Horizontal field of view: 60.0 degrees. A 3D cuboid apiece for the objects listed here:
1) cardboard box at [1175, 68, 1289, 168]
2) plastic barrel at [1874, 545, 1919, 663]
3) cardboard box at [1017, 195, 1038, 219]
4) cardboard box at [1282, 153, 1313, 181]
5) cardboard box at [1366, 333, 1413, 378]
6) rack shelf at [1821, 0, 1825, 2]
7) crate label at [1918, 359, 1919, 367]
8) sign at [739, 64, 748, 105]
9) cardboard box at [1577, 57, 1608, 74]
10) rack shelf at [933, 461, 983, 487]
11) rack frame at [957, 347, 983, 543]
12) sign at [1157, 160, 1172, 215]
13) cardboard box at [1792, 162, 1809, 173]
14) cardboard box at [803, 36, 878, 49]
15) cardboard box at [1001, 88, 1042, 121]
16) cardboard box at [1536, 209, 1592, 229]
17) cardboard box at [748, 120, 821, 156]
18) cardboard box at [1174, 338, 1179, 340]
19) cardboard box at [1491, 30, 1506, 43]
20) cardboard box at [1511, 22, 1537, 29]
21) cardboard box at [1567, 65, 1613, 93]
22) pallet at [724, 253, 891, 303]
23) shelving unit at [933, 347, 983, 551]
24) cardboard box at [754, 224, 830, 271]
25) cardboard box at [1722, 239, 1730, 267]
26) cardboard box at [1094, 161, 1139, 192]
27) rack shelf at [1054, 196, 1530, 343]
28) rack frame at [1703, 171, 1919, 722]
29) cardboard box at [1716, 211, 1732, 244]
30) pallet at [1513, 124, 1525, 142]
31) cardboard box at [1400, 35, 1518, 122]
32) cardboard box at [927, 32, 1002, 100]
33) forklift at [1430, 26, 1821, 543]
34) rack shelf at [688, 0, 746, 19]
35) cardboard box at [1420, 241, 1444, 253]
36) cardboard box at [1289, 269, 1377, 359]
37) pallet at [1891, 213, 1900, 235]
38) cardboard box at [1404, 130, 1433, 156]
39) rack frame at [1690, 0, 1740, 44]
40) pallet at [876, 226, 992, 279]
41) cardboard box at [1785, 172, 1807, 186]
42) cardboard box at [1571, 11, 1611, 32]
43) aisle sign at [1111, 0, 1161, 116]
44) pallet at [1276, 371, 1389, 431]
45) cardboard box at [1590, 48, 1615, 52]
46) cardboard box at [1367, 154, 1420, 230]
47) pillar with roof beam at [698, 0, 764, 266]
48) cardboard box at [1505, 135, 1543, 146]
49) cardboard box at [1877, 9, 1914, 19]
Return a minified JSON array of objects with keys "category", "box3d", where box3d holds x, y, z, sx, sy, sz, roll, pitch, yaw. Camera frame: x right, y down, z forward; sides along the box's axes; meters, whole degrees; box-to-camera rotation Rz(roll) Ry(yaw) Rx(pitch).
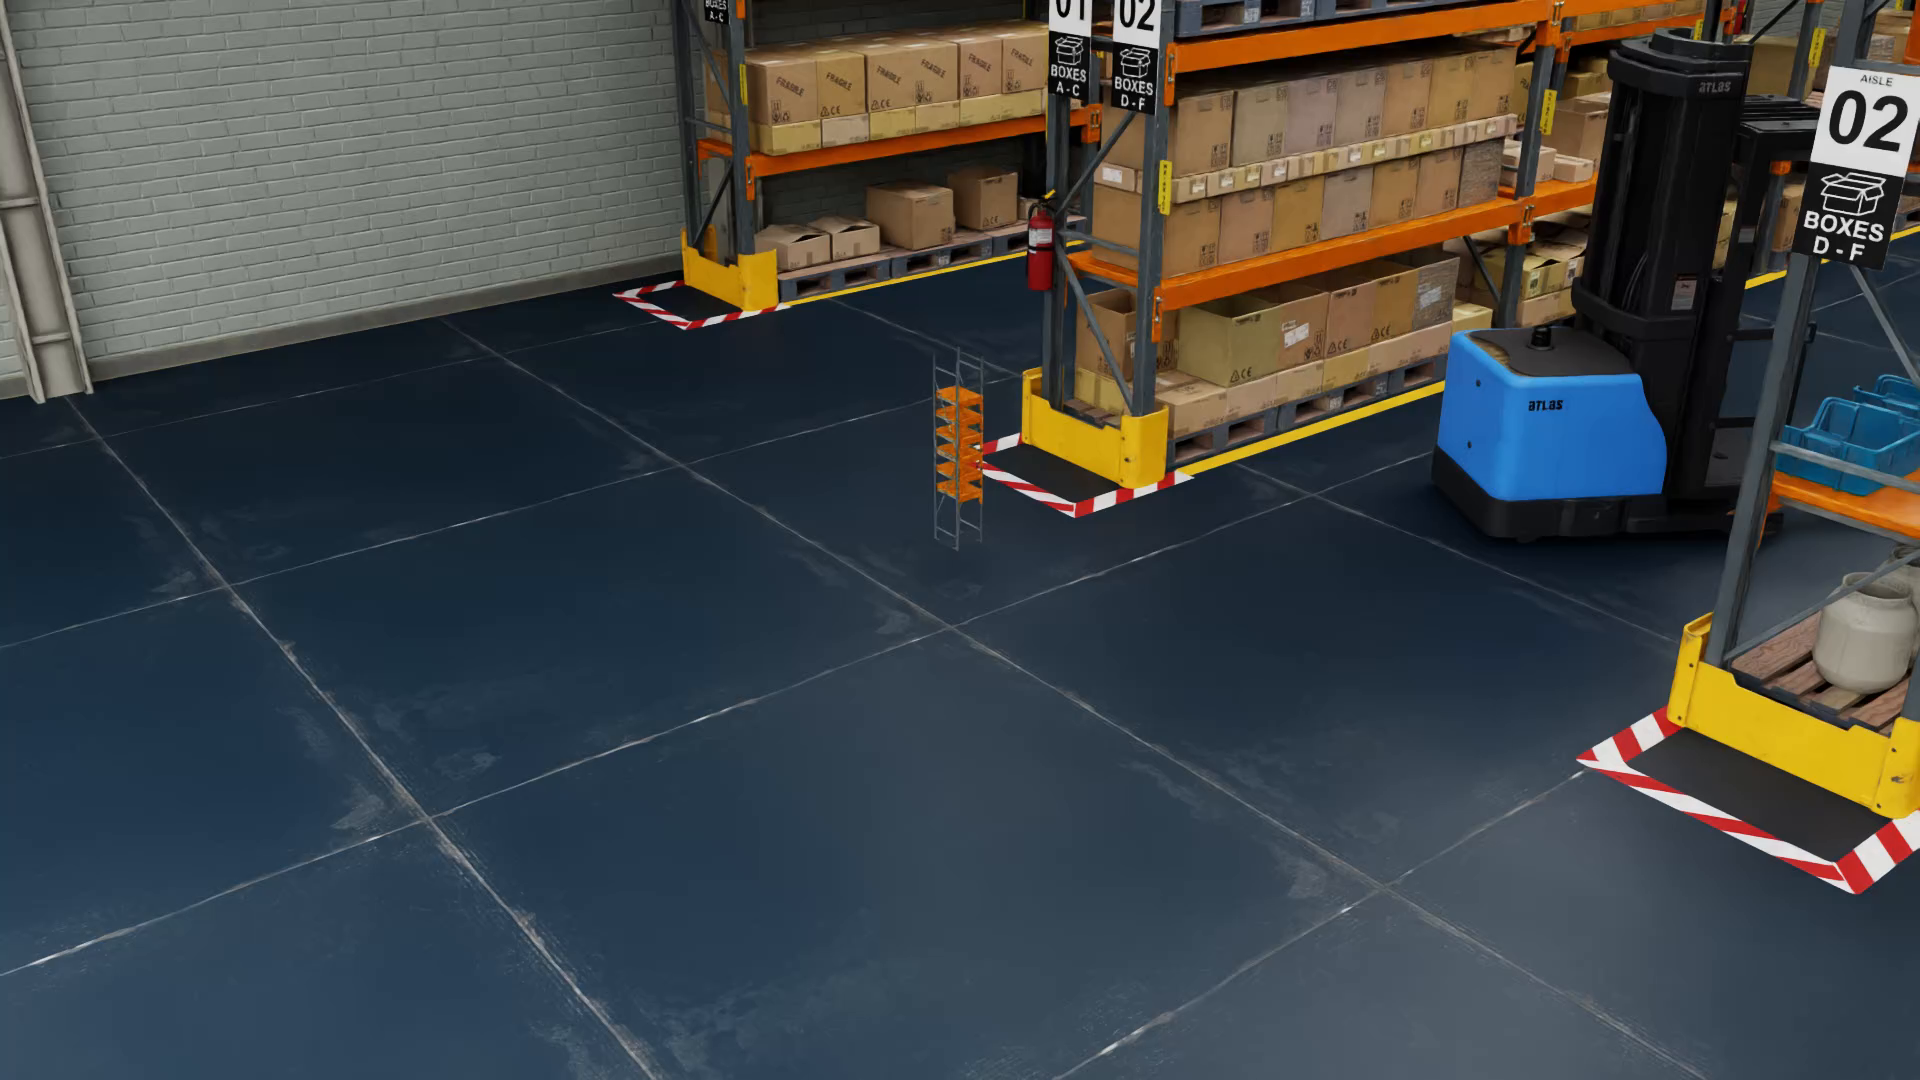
[{"category":"cardboard box","box3d":[1.751,-2.833,11.131,0.500,0.500,0.700,-19,31,-35]},{"category":"plastic barrel","box3d":[4.843,0.324,8.446,0.421,0.512,0.421,0,25,0]},{"category":"cardboard box","box3d":[0.610,-3.374,16.801,0.380,0.166,0.250,22,33,39]},{"category":"cardboard box","box3d":[2.177,-2.569,11.332,0.250,0.149,0.380,-19,31,-36]},{"category":"cardboard box","box3d":[3.058,-1.458,12.595,0.500,0.250,0.500,-18,31,-34]},{"category":"rack shelf","box3d":[8.793,-5.562,15.962,4.000,0.370,1.077,-18,31,-34]},{"category":"crate label","box3d":[5.259,-0.872,8.523,0.616,0.435,0.502,-18,31,-34]},{"category":"sign","box3d":[-1.801,-3.783,13.809,0.005,0.325,0.100,-18,31,-34]},{"category":"cardboard box","box3d":[8.341,-6.227,21.803,0.250,0.149,0.380,-17,30,-32]},{"category":"rack shelf","box3d":[-0.011,-0.391,10.059,0.180,0.103,0.258,-18,31,-34]},{"category":"rack frame","box3d":[0.061,-0.564,10.041,0.006,1.200,0.240,-18,31,-34]},{"category":"sign","box3d":[1.262,-2.173,10.246,0.005,0.325,0.100,-18,31,-34]},{"category":"cardboard box","box3d":[8.218,-3.529,16.737,0.500,0.500,0.500,-20,31,-36]},{"category":"cardboard box","box3d":[-1.090,-4.307,15.231,0.500,0.500,0.500,-19,31,-35]},{"category":"cardboard box","box3d":[0.429,-4.200,15.891,0.500,0.250,0.500,-18,30,-34]},{"category":"cardboard box","box3d":[5.411,-2.762,14.739,0.500,0.311,0.500,-19,31,-35]},{"category":"cardboard box","box3d":[-1.556,-3.532,14.453,0.500,0.250,0.500,-19,31,-35]},{"category":"cardboard box","box3d":[1.942,-1.375,12.416,0.500,0.250,0.500,-18,31,-34]},{"category":"cardboard box","box3d":[6.395,-6.145,20.203,0.250,0.149,0.380,-18,31,-34]},{"category":"cardboard box","box3d":[6.704,-6.537,20.277,0.500,0.500,0.500,-18,30,-34]},{"category":"cardboard box","box3d":[8.356,-6.033,22.157,0.500,0.500,0.700,-19,31,-35]},{"category":"pallet","box3d":[-1.415,-2.524,15.438,1.213,0.211,1.003,-18,31,-34]},{"category":"shelving unit","box3d":[-0.011,-0.540,9.989,0.189,1.200,0.258,-18,31,-34]},{"category":"cardboard box","box3d":[-1.536,-2.700,15.175,0.500,0.311,0.500,-23,33,-40]},{"category":"cardboard box","box3d":[6.956,-2.734,15.344,0.500,0.250,0.500,-17,30,-33]},{"category":"cardboard box","box3d":[1.107,-2.432,11.037,0.250,0.149,0.380,-19,31,-35]},{"category":"rack shelf","box3d":[2.498,-2.123,12.116,4.000,0.370,1.077,-18,31,-34]},{"category":"rack frame","box3d":[3.978,-0.288,7.307,0.127,3.000,1.000,-18,31,-34]},{"category":"cardboard box","box3d":[6.554,-2.851,14.931,0.500,0.311,0.500,-19,31,-35]},{"category":"pallet","box3d":[6.747,-5.197,21.197,1.213,0.211,1.003,-18,31,-34]},{"category":"cardboard box","box3d":[3.726,-3.485,12.537,0.500,0.500,0.700,-18,30,-34]},{"category":"cardboard box","box3d":[0.039,-4.406,15.444,0.500,0.500,0.500,-19,31,-35]},{"category":"forklift","box3d":[4.657,-1.566,10.144,3.031,2.935,1.130,-3,25,-6]},{"category":"rack shelf","box3d":[-0.562,-5.124,15.018,4.000,0.370,1.077,-18,31,-34]},{"category":"cardboard box","box3d":[3.514,-2.236,13.380,0.500,0.500,0.500,-18,31,-34]},{"category":"cardboard box","box3d":[2.665,-1.668,12.157,0.500,0.500,0.500,-18,31,-34]},{"category":"pallet","box3d":[8.790,-3.240,16.980,1.213,0.211,1.003,-18,31,-34]},{"category":"cardboard box","box3d":[3.188,-2.903,12.053,0.250,0.149,0.380,-18,31,-34]},{"category":"rack frame","box3d":[10.455,-7.726,23.334,0.127,3.000,1.000,-18,31,-34]},{"category":"pallet","box3d":[-0.455,-2.839,16.117,1.213,0.211,1.003,-18,31,-34]},{"category":"cardboard box","box3d":[8.162,-3.235,16.104,0.500,0.500,0.500,-20,31,-36]},{"category":"cardboard box","box3d":[7.744,-6.959,21.324,0.700,0.700,0.980,-18,30,-33]},{"category":"aisle sign","box3d":[1.061,-2.990,10.042,0.004,0.787,0.394,-18,31,-34]},{"category":"pallet","box3d":[2.459,-1.193,12.569,1.213,0.211,1.003,-18,31,-34]},{"category":"cardboard box","box3d":[8.745,-6.565,22.533,0.250,0.149,0.380,-19,31,-35]},{"category":"cardboard box","box3d":[2.918,-2.629,12.232,0.500,0.500,0.700,-18,30,-33]},{"category":"pillar with roof beam","box3d":[0.538,-5.333,11.052,0.400,9.000,9.100,-18,31,-34]},{"category":"cardboard box","box3d":[4.650,-3.197,13.735,0.258,0.266,0.396,-19,31,-35]},{"category":"cardboard box","box3d":[9.856,-5.234,17.347,0.700,0.500,0.500,15,29,29]}]
